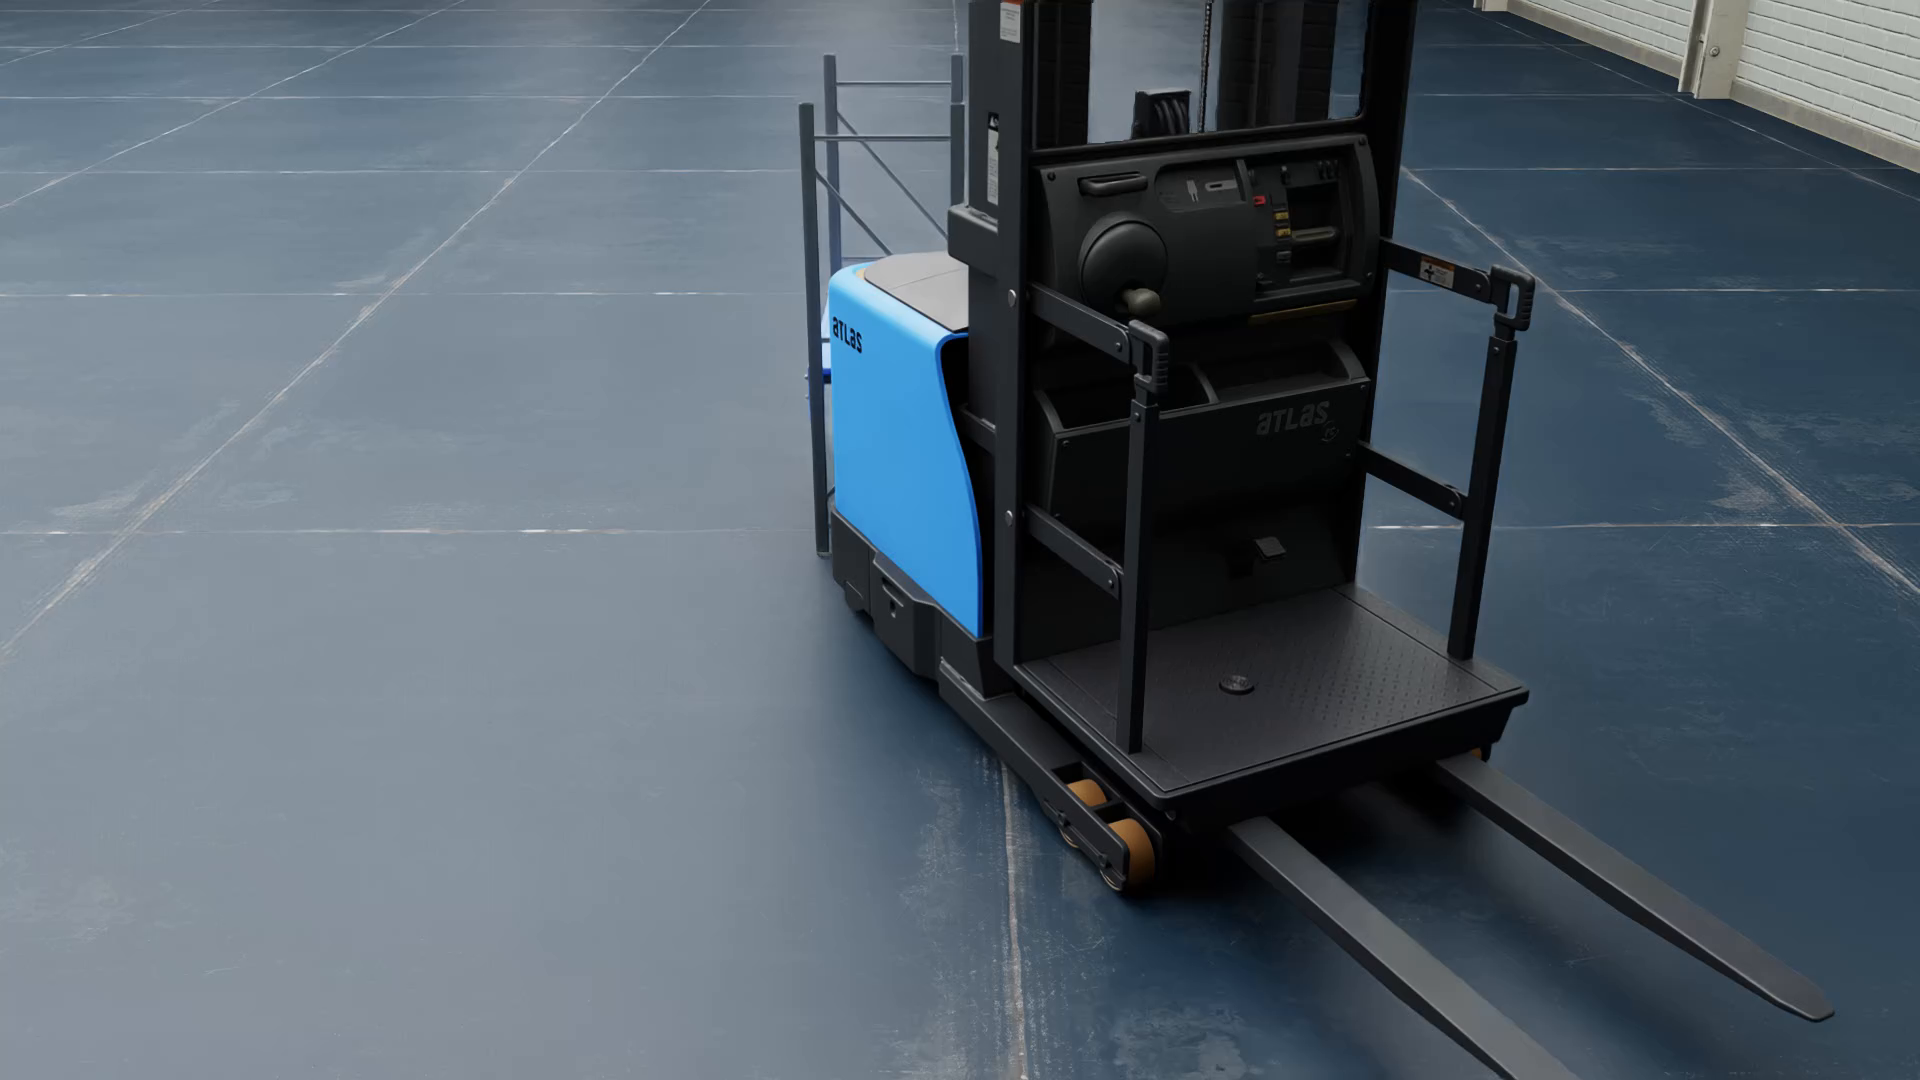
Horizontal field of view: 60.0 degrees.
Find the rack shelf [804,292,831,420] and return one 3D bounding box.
[{"bbox_3d":[-0.238,-0.684,5.879,0.538,0.185,1.000,0,24,0],"label":"rack shelf"}]

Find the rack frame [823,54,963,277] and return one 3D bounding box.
[{"bbox_3d":[-0.239,-1.057,6.268,0.500,1.500,0.032,0,24,0],"label":"rack frame"}]

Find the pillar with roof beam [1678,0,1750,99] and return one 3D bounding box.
[{"bbox_3d":[2.012,-7.858,12.204,9.100,9.000,0.400,0,24,-1],"label":"pillar with roof beam"}]

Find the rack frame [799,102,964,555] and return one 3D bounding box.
[{"bbox_3d":[-0.237,-0.638,5.341,0.500,1.500,0.032,0,24,0],"label":"rack frame"}]

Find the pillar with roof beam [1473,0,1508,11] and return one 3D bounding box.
[{"bbox_3d":[1.946,-10.330,17.670,9.100,9.000,0.400,0,24,-1],"label":"pillar with roof beam"}]

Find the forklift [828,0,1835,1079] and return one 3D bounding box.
[{"bbox_3d":[0.708,-0.719,3.782,1.130,2.935,3.031,-12,27,-24],"label":"forklift"}]

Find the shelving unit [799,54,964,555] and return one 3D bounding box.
[{"bbox_3d":[-0.238,-0.848,5.804,0.538,1.500,1.048,0,24,0],"label":"shelving unit"}]
